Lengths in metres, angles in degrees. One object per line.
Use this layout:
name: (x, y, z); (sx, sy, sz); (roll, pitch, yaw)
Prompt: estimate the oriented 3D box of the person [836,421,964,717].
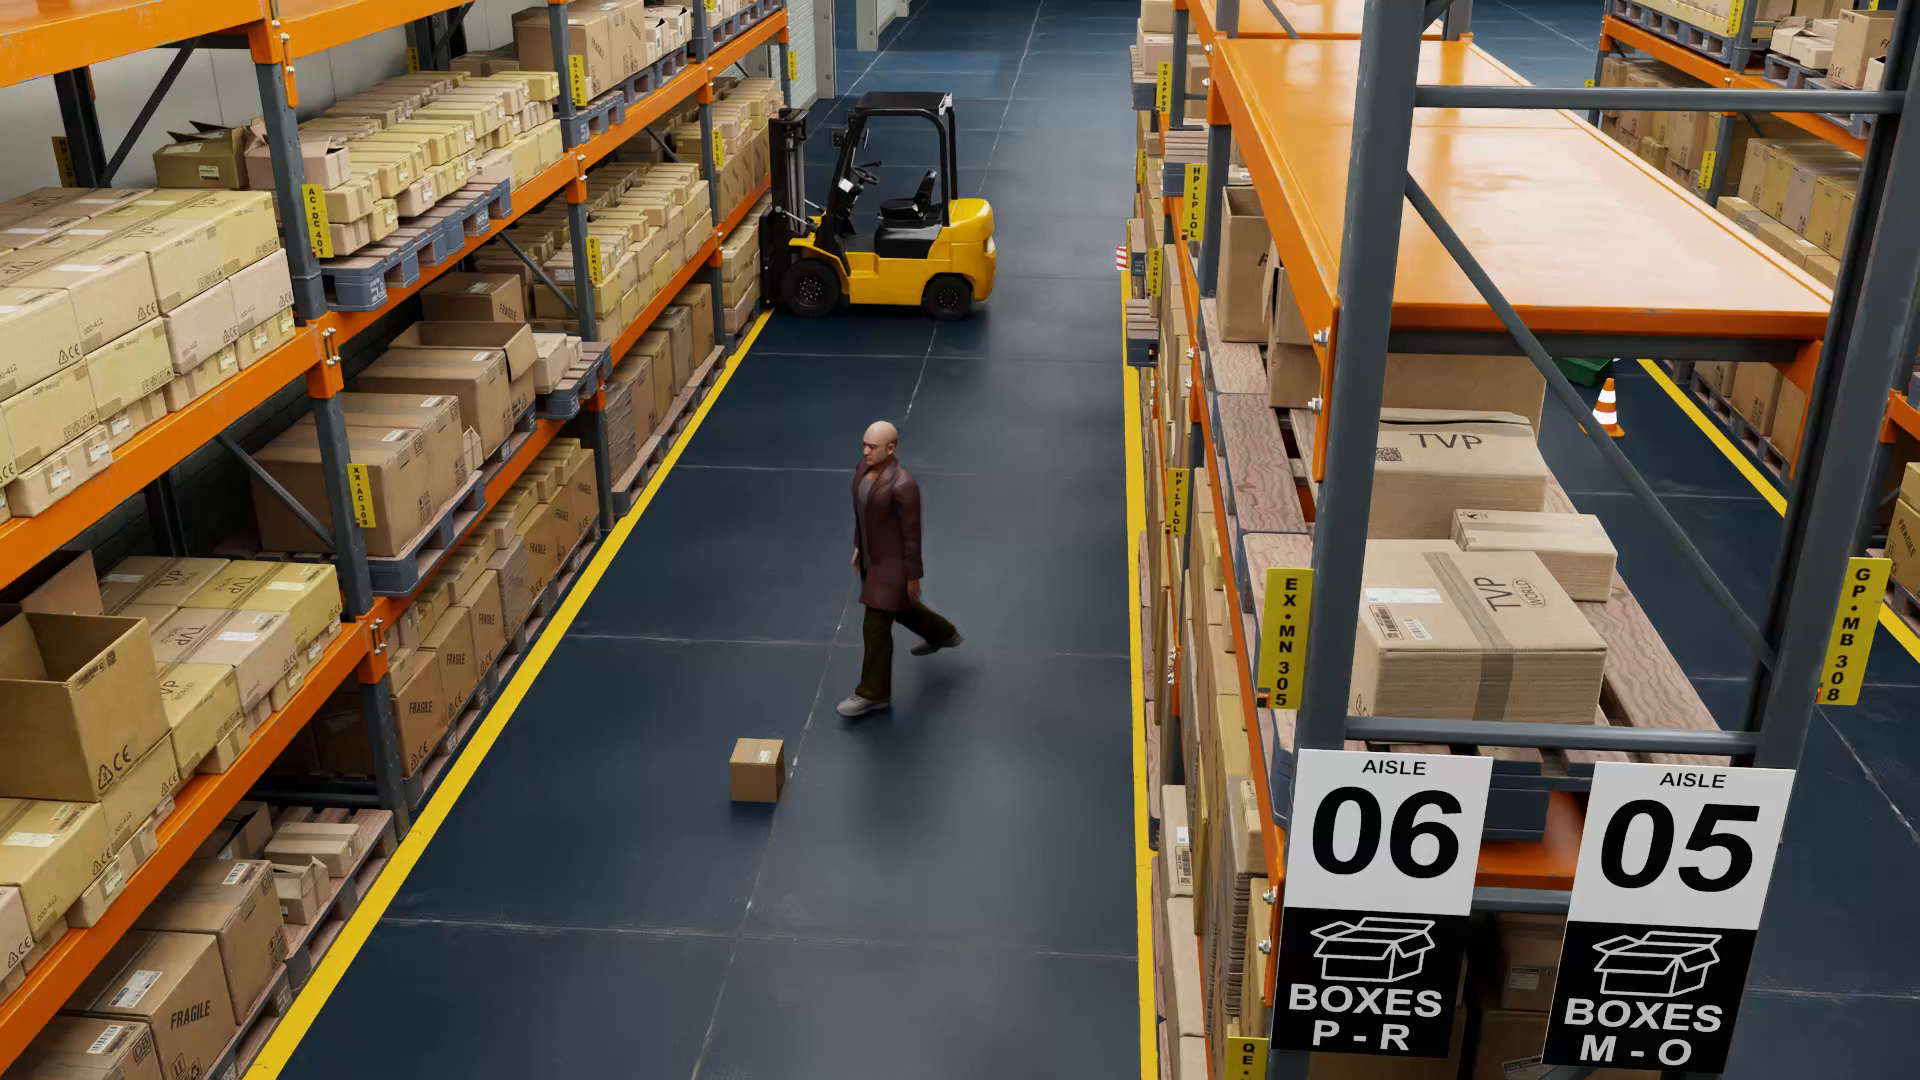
person: (-0.377, 0.107, 9.793); (0.976, 1.758, 0.598); (-13, 27, -26)
